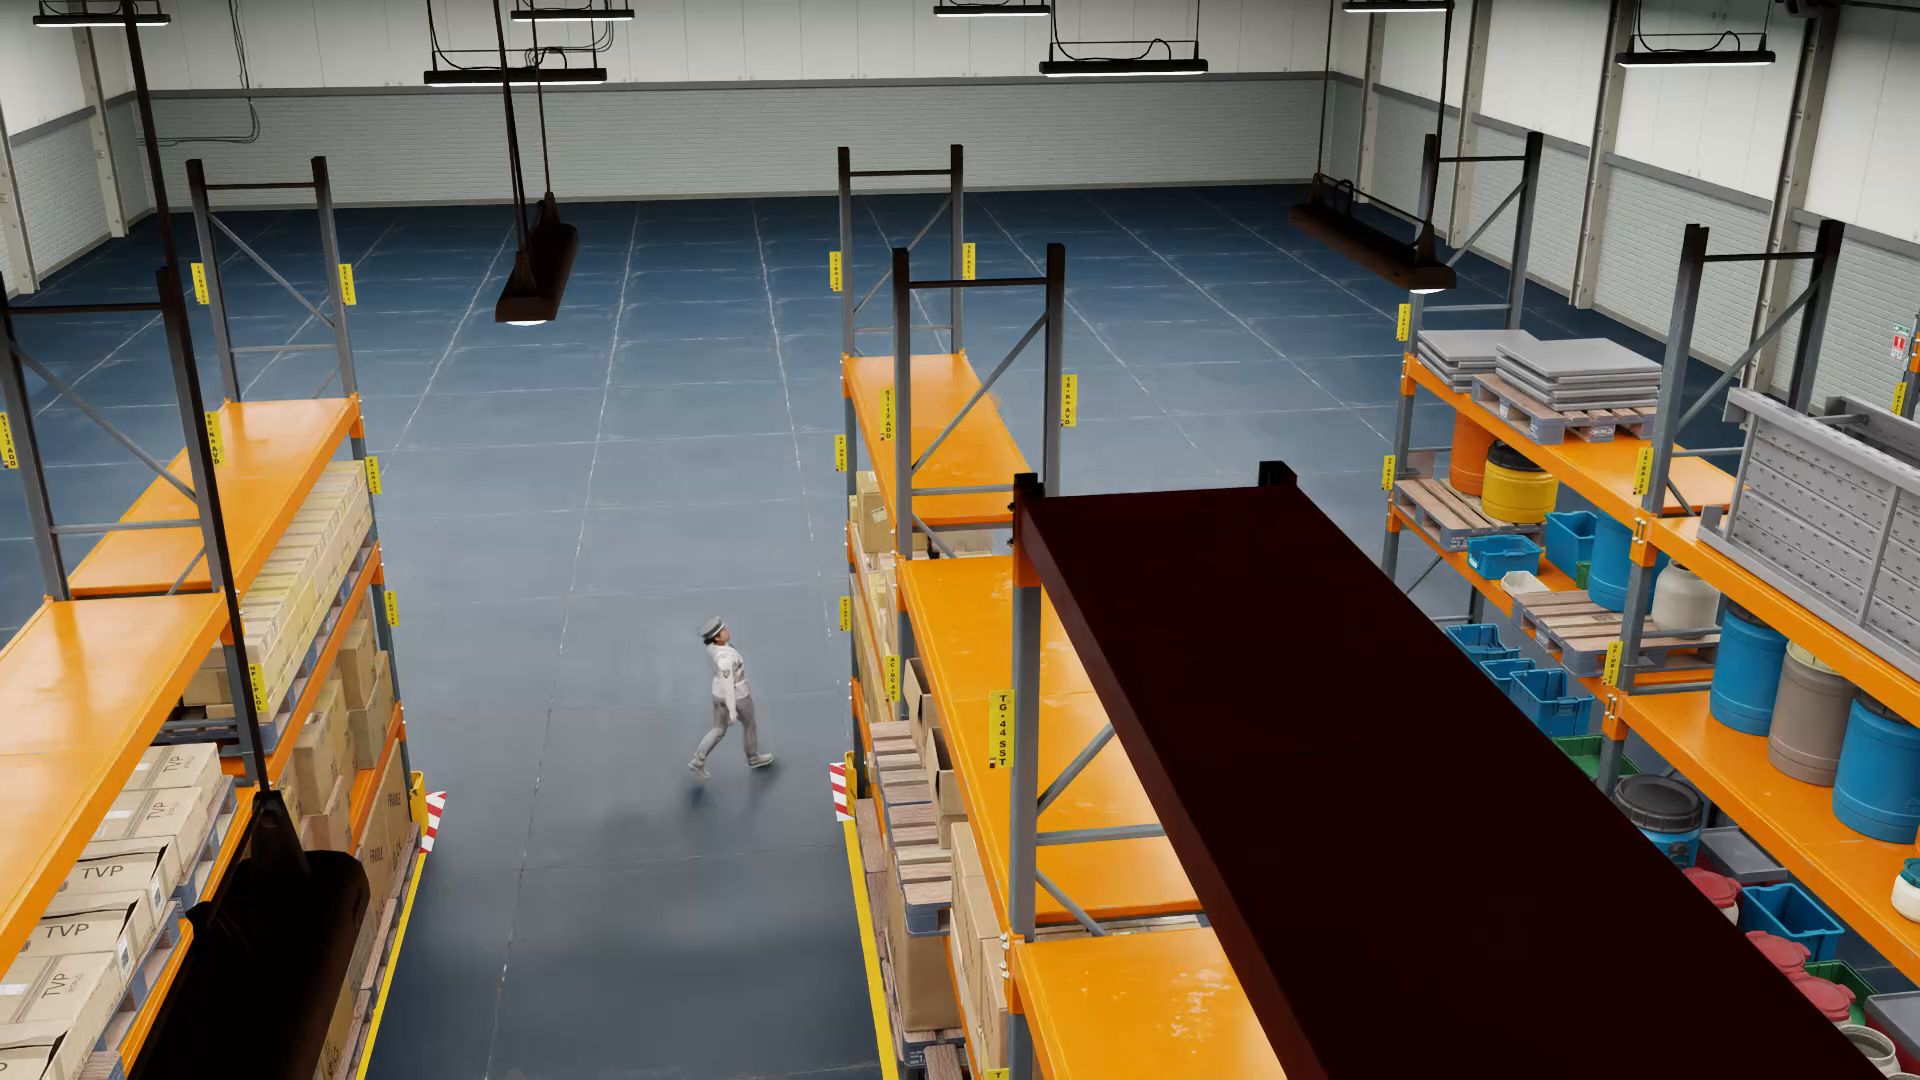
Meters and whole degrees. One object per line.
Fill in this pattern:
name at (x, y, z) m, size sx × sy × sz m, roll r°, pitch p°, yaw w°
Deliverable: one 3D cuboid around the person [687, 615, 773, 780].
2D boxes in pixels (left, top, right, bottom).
person at (-2.213, 1.462, 15.688) m, size 0.434 × 1.655 × 0.866 m, roll 14°, pitch 26°, yaw 32°
